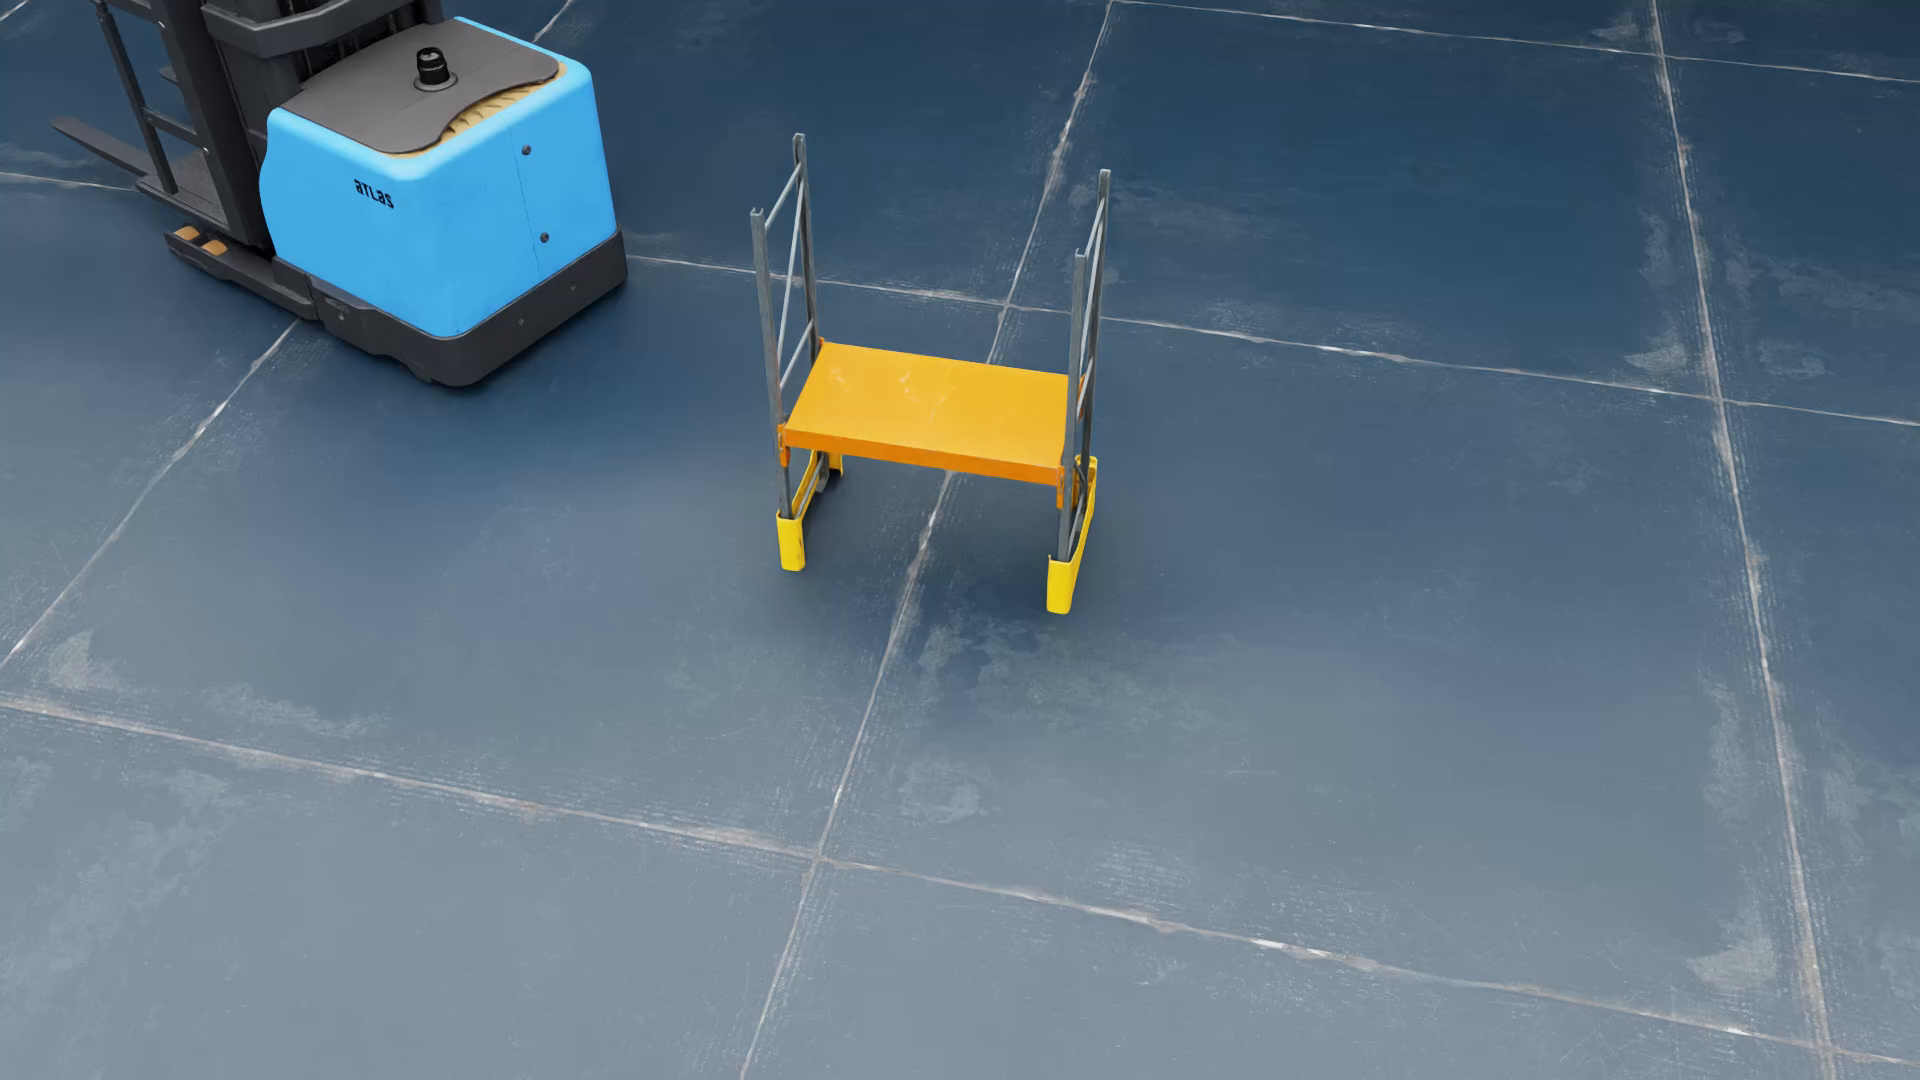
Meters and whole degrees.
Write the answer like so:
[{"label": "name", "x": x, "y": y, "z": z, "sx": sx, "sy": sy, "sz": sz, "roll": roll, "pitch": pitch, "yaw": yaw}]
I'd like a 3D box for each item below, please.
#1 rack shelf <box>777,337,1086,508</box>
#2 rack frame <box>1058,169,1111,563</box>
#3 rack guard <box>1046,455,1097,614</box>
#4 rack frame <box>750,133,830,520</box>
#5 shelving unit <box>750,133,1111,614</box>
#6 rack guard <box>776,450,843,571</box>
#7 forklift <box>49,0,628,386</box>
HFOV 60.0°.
[{"label": "rack shelf", "x": -0.083, "y": -0.424, "z": 5.868, "sx": 1.000, "sy": 0.185, "sz": 0.538, "roll": 9, "pitch": 45, "yaw": 9}, {"label": "rack frame", "x": 0.413, "y": -0.476, "z": 5.663, "sx": 0.032, "sy": 1.500, "sz": 0.500, "roll": 9, "pitch": 45, "yaw": 9}, {"label": "rack guard", "x": 0.412, "y": -0.026, "z": 6.097, "sx": 0.087, "sy": 0.250, "sz": 0.587, "roll": 9, "pitch": 45, "yaw": 9}, {"label": "rack frame", "x": -0.579, "y": -0.630, "z": 5.823, "sx": 0.032, "sy": 1.500, "sz": 0.500, "roll": 9, "pitch": 45, "yaw": 9}, {"label": "shelving unit", "x": -0.074, "y": -0.552, "z": 5.742, "sx": 1.083, "sy": 1.500, "sz": 0.587, "roll": 9, "pitch": 45, "yaw": 9}, {"label": "rack guard", "x": -0.560, "y": -0.177, "z": 6.254, "sx": 0.087, "sy": 0.250, "sz": 0.587, "roll": 9, "pitch": 45, "yaw": 9}, {"label": "forklift", "x": -2.970, "y": -2.504, "z": 6.738, "sx": 3.031, "sy": 2.935, "sz": 1.130, "roll": 26, "pitch": 50, "yaw": 24}]
